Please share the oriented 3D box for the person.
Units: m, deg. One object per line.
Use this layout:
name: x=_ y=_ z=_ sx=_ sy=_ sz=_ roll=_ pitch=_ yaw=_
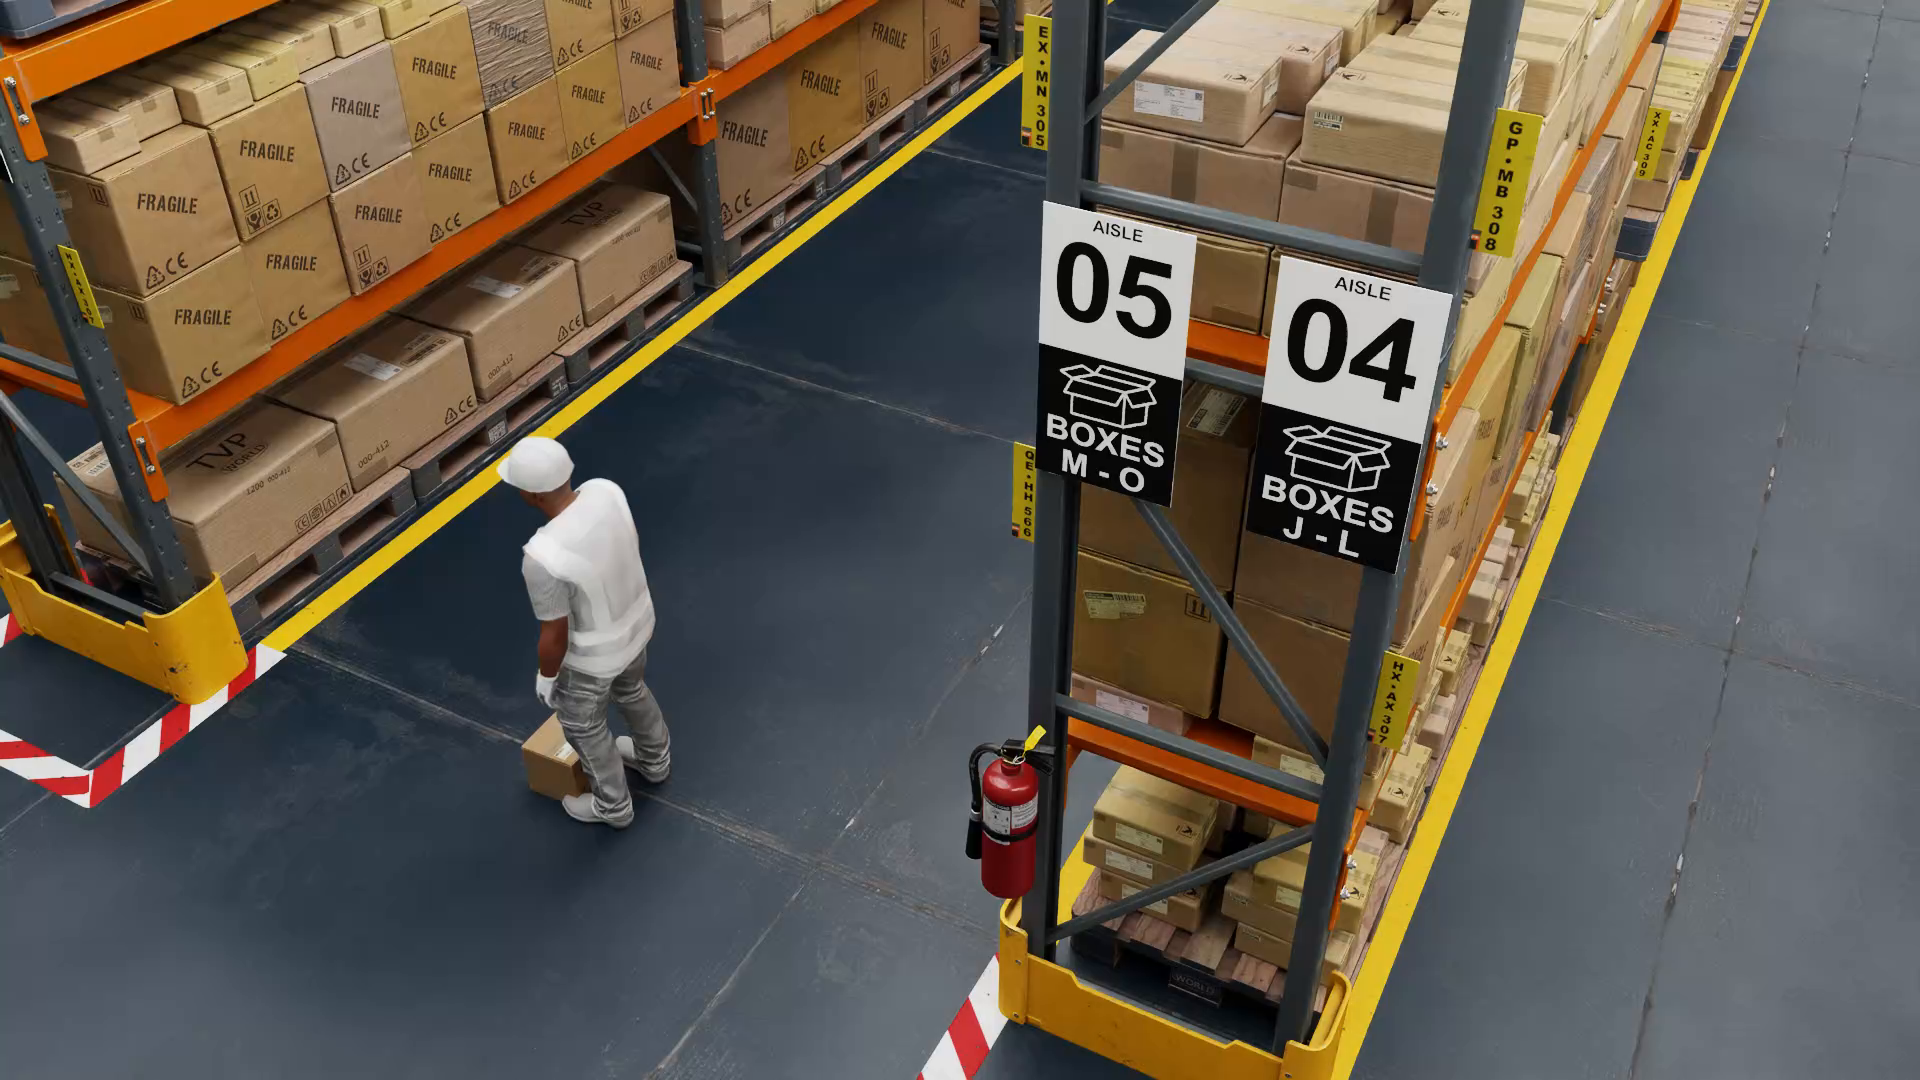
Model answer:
person: x=-1.397 y=0.359 z=6.276 sx=0.452 sy=1.773 sz=0.625 roll=15 pitch=40 yaw=19
